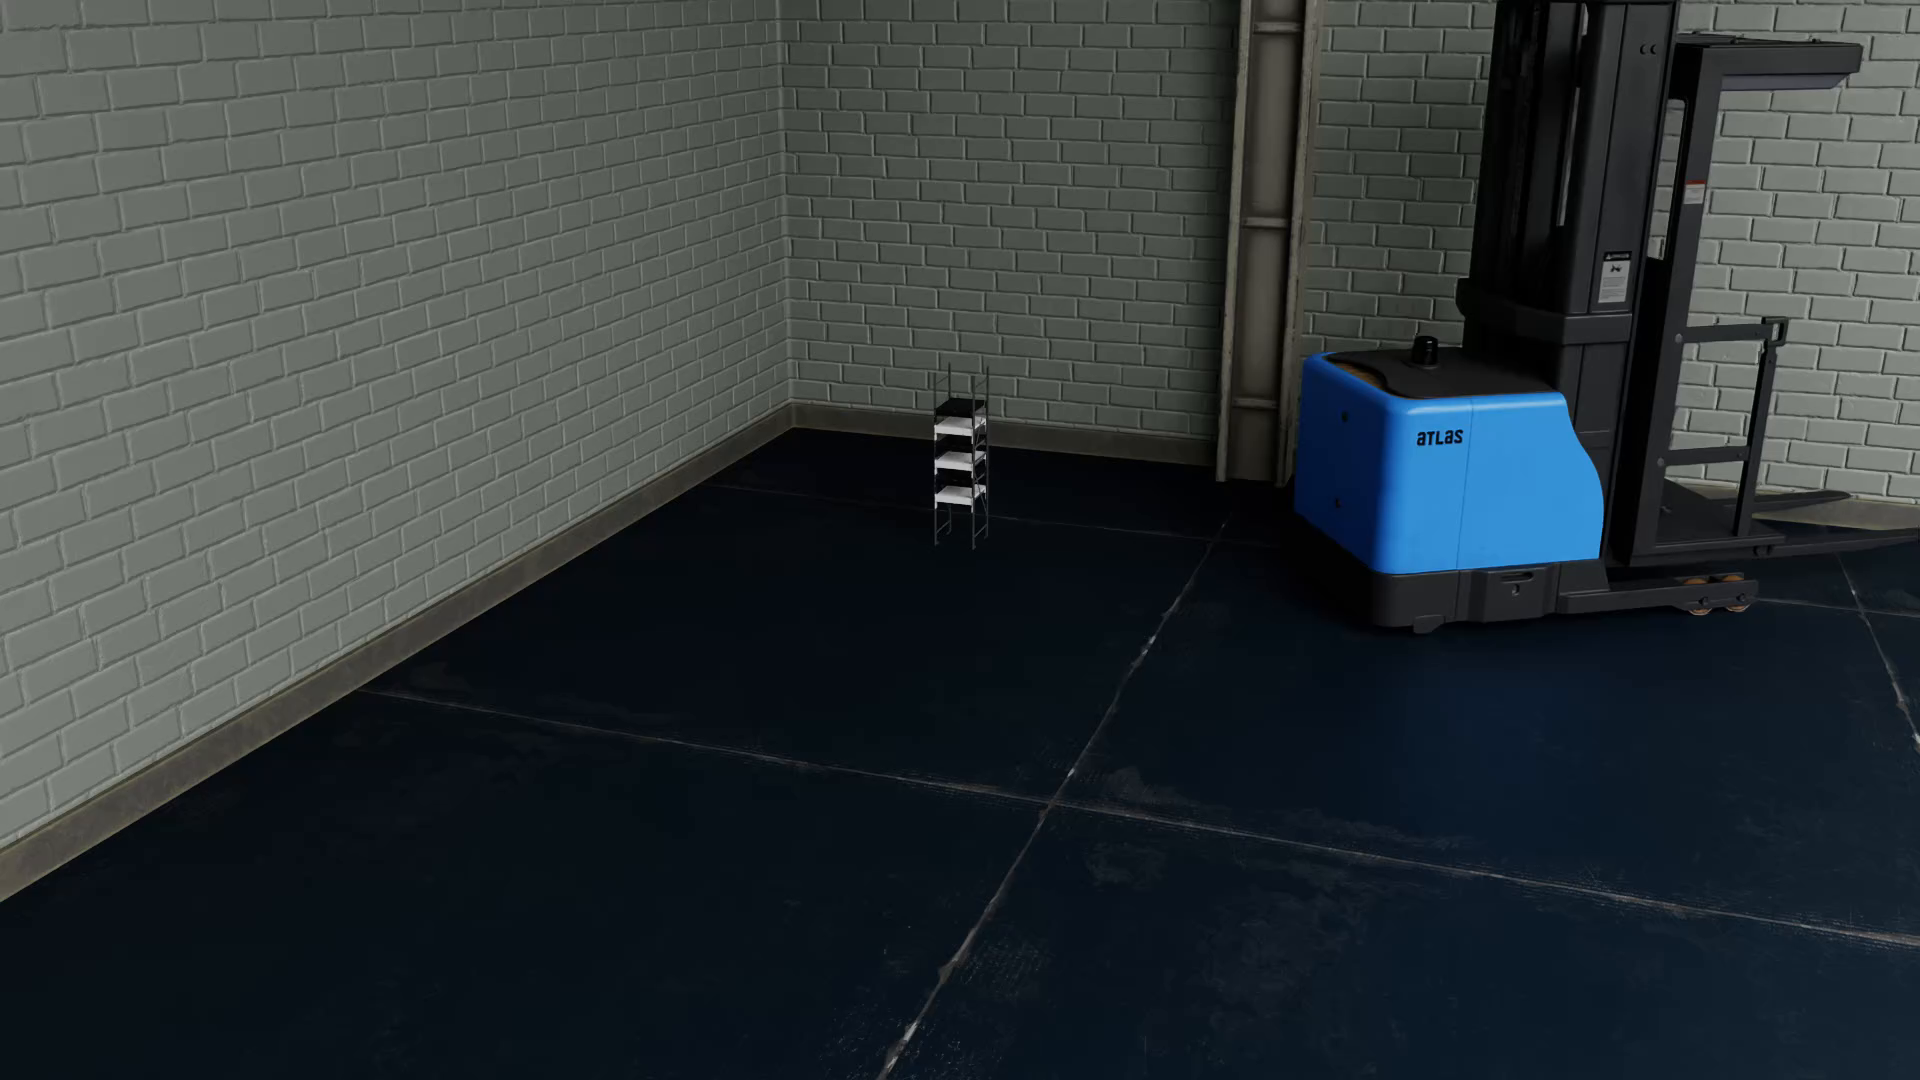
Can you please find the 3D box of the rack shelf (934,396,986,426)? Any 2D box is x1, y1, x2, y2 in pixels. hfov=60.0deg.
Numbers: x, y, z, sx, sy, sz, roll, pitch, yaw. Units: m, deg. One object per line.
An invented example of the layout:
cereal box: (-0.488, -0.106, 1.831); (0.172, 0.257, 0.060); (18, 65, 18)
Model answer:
rack shelf: (0.008, -0.648, 8.348); (0.200, 0.077, 0.258); (7, 20, 18)

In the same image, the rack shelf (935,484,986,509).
rack shelf: (0.008, -0.223, 8.496); (0.200, 0.077, 0.258); (7, 20, 18)

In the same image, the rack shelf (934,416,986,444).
rack shelf: (0.008, -0.563, 8.377); (0.200, 0.077, 0.258); (7, 20, 18)

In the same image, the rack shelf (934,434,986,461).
rack shelf: (0.008, -0.478, 8.407); (0.200, 0.077, 0.258); (7, 20, 18)

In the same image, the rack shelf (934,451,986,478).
rack shelf: (0.008, -0.393, 8.437); (0.200, 0.077, 0.258); (7, 20, 18)

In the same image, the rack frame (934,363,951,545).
rack frame: (-0.088, -0.435, 8.457); (0.006, 0.900, 0.240); (7, 20, 18)

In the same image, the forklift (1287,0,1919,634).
forklift: (3.172, -1.204, 7.577); (3.031, 2.935, 1.130); (-4, 20, -12)

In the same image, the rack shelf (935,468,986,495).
rack shelf: (0.008, -0.308, 8.466); (0.200, 0.077, 0.258); (7, 20, 18)

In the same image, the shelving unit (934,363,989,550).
shelving unit: (0.008, -0.424, 8.426); (0.210, 0.900, 0.258); (7, 20, 18)

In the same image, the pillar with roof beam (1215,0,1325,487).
pillar with roof beam: (0.288, -3.278, 4.307); (0.400, 9.000, 9.100); (7, 20, 18)

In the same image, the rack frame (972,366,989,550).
rack frame: (0.104, -0.413, 8.394); (0.006, 0.900, 0.240); (7, 20, 18)
